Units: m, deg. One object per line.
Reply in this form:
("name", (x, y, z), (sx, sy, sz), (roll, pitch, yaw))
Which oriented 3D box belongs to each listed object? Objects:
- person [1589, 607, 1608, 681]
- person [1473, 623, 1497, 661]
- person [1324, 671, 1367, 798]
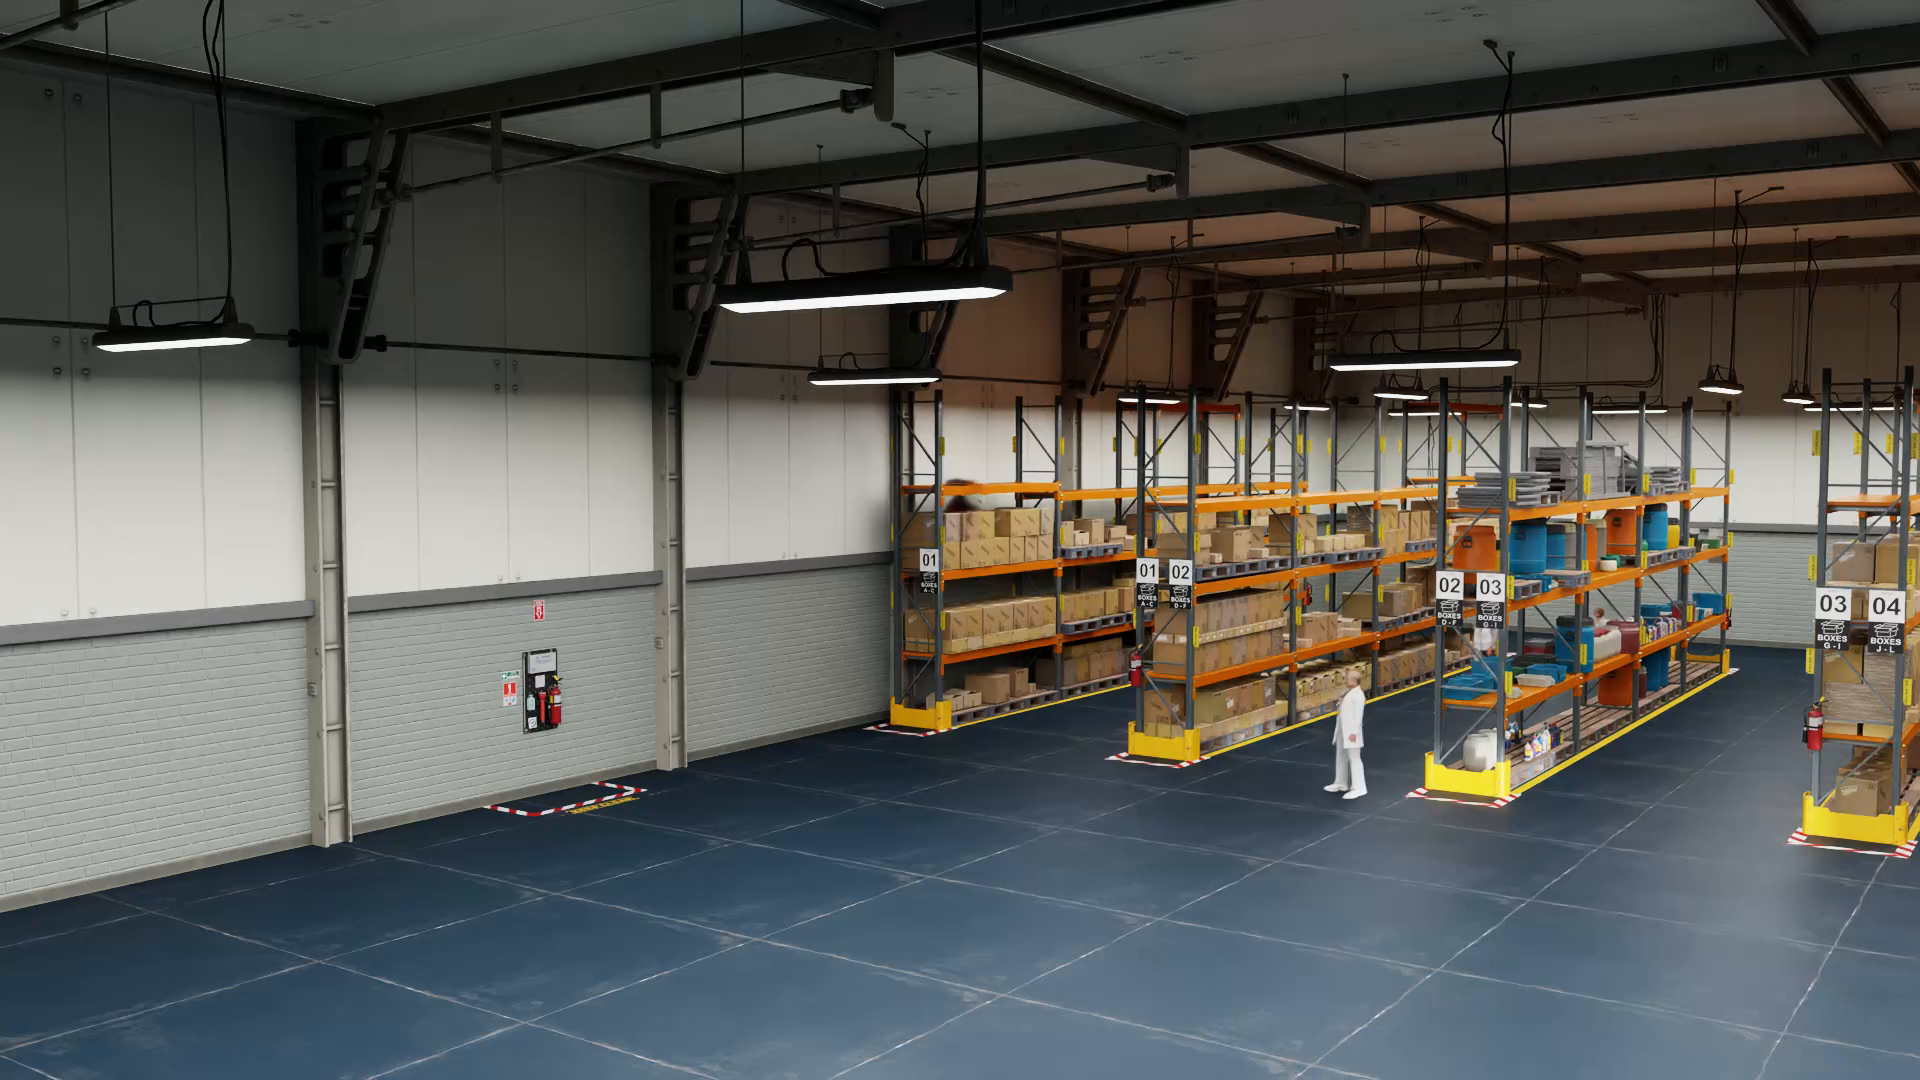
("person", (13.707, 2.213, 35.660), (0.398, 1.551, 0.900), (2, 4, 38))
("person", (10.723, 2.226, 34.000), (0.529, 1.733, 1.018), (2, 4, 32))
("person", (5.558, 2.884, 23.950), (0.496, 1.597, 0.630), (-1, 3, -22))
